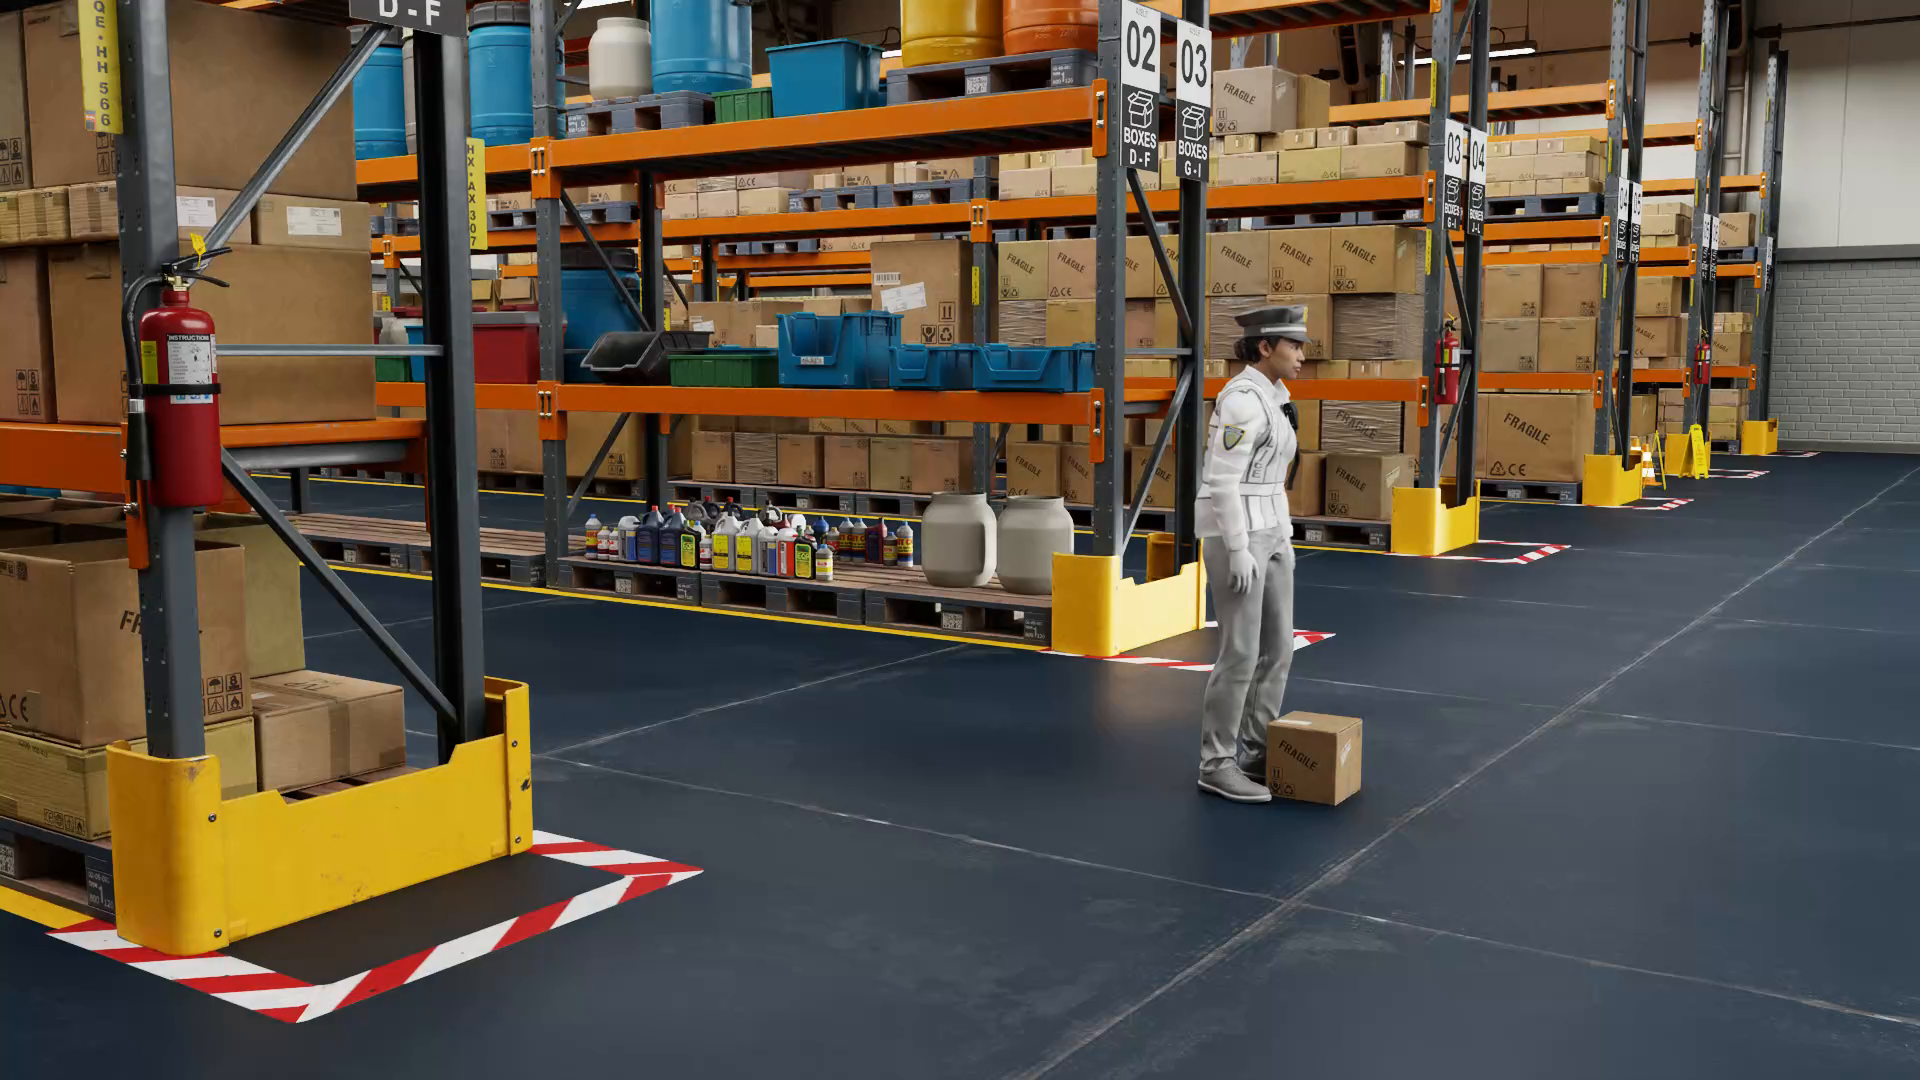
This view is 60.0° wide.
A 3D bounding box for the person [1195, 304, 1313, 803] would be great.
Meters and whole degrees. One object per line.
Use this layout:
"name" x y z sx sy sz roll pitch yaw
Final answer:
"person" 1.031 0.026 5.739 0.408 1.667 0.547 4 7 31
